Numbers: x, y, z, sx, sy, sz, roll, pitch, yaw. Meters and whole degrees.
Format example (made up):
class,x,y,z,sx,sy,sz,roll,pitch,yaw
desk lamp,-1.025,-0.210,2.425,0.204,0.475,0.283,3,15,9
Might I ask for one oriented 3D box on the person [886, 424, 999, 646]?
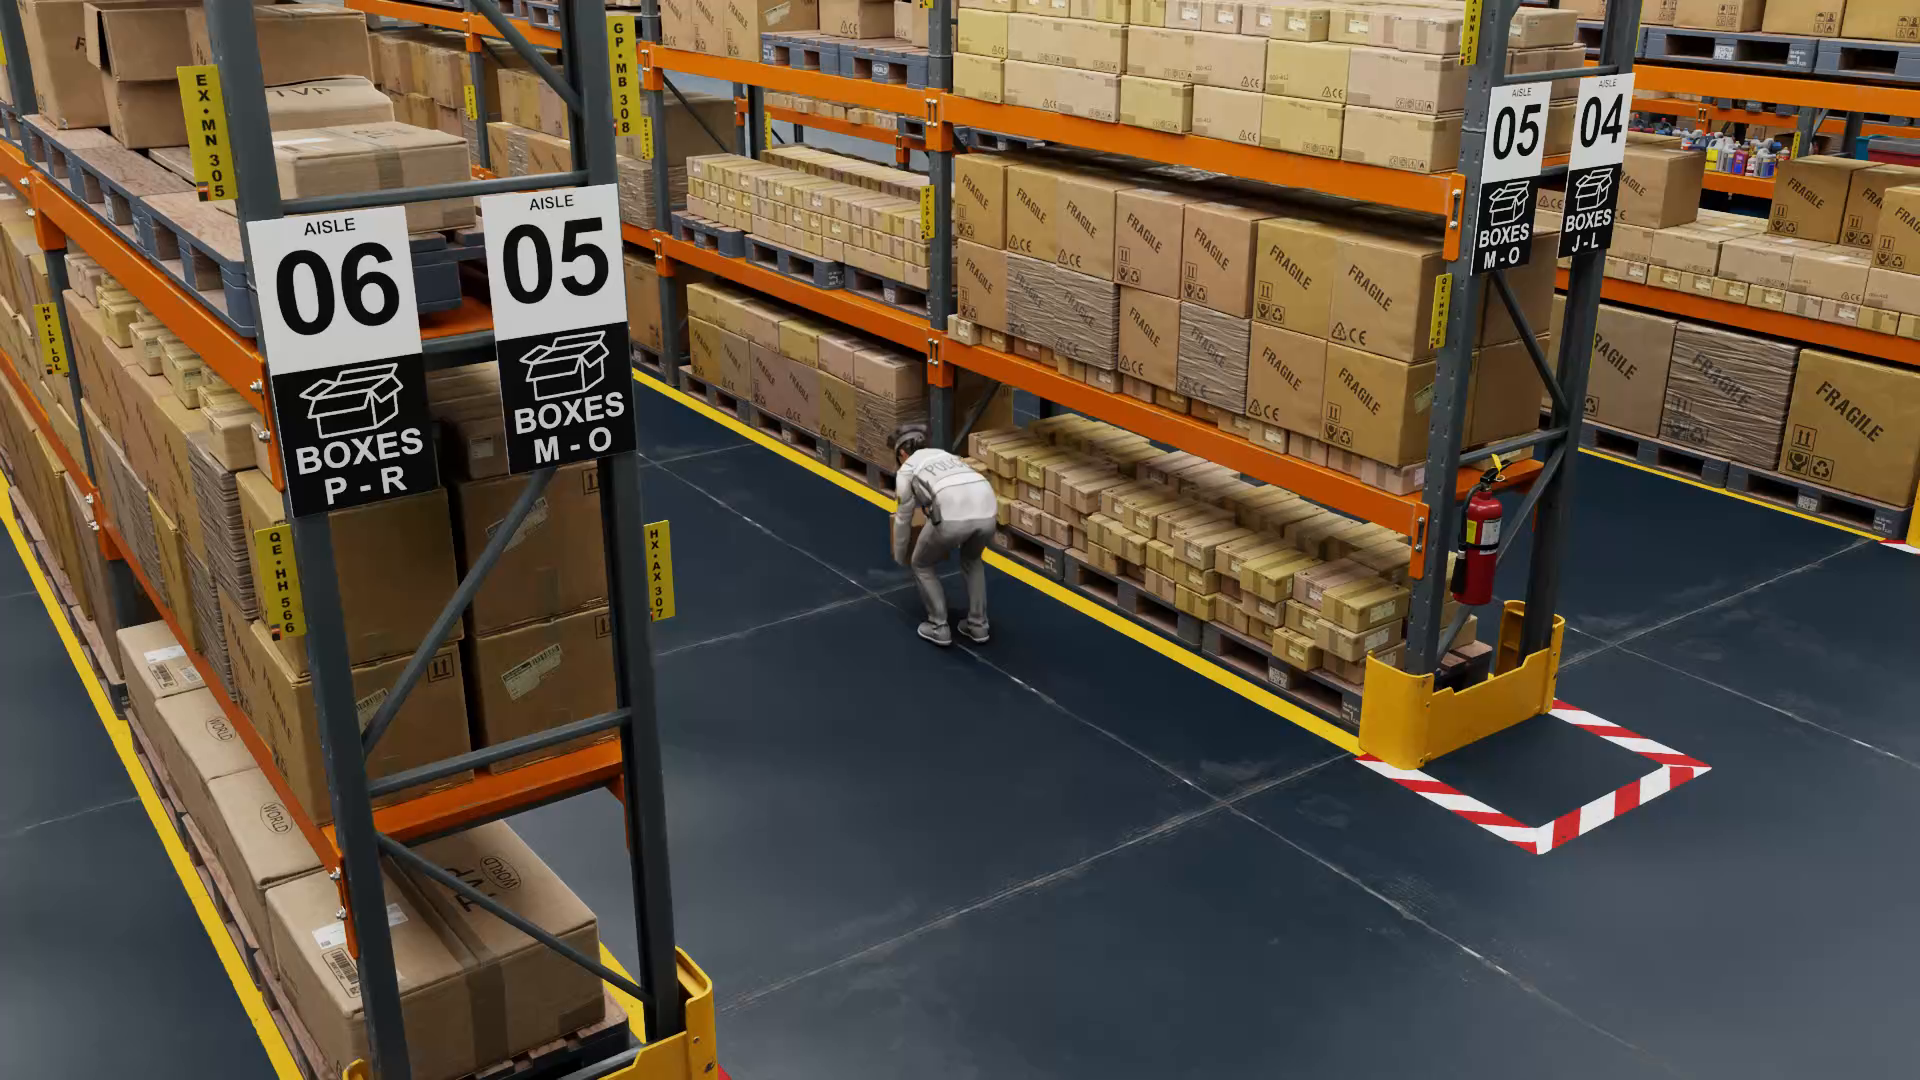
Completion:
class,x,y,z,sx,sy,sz,roll,pitch,yaw
person,-0.119,-0.030,9.374,0.434,1.146,0.914,-11,24,-27
